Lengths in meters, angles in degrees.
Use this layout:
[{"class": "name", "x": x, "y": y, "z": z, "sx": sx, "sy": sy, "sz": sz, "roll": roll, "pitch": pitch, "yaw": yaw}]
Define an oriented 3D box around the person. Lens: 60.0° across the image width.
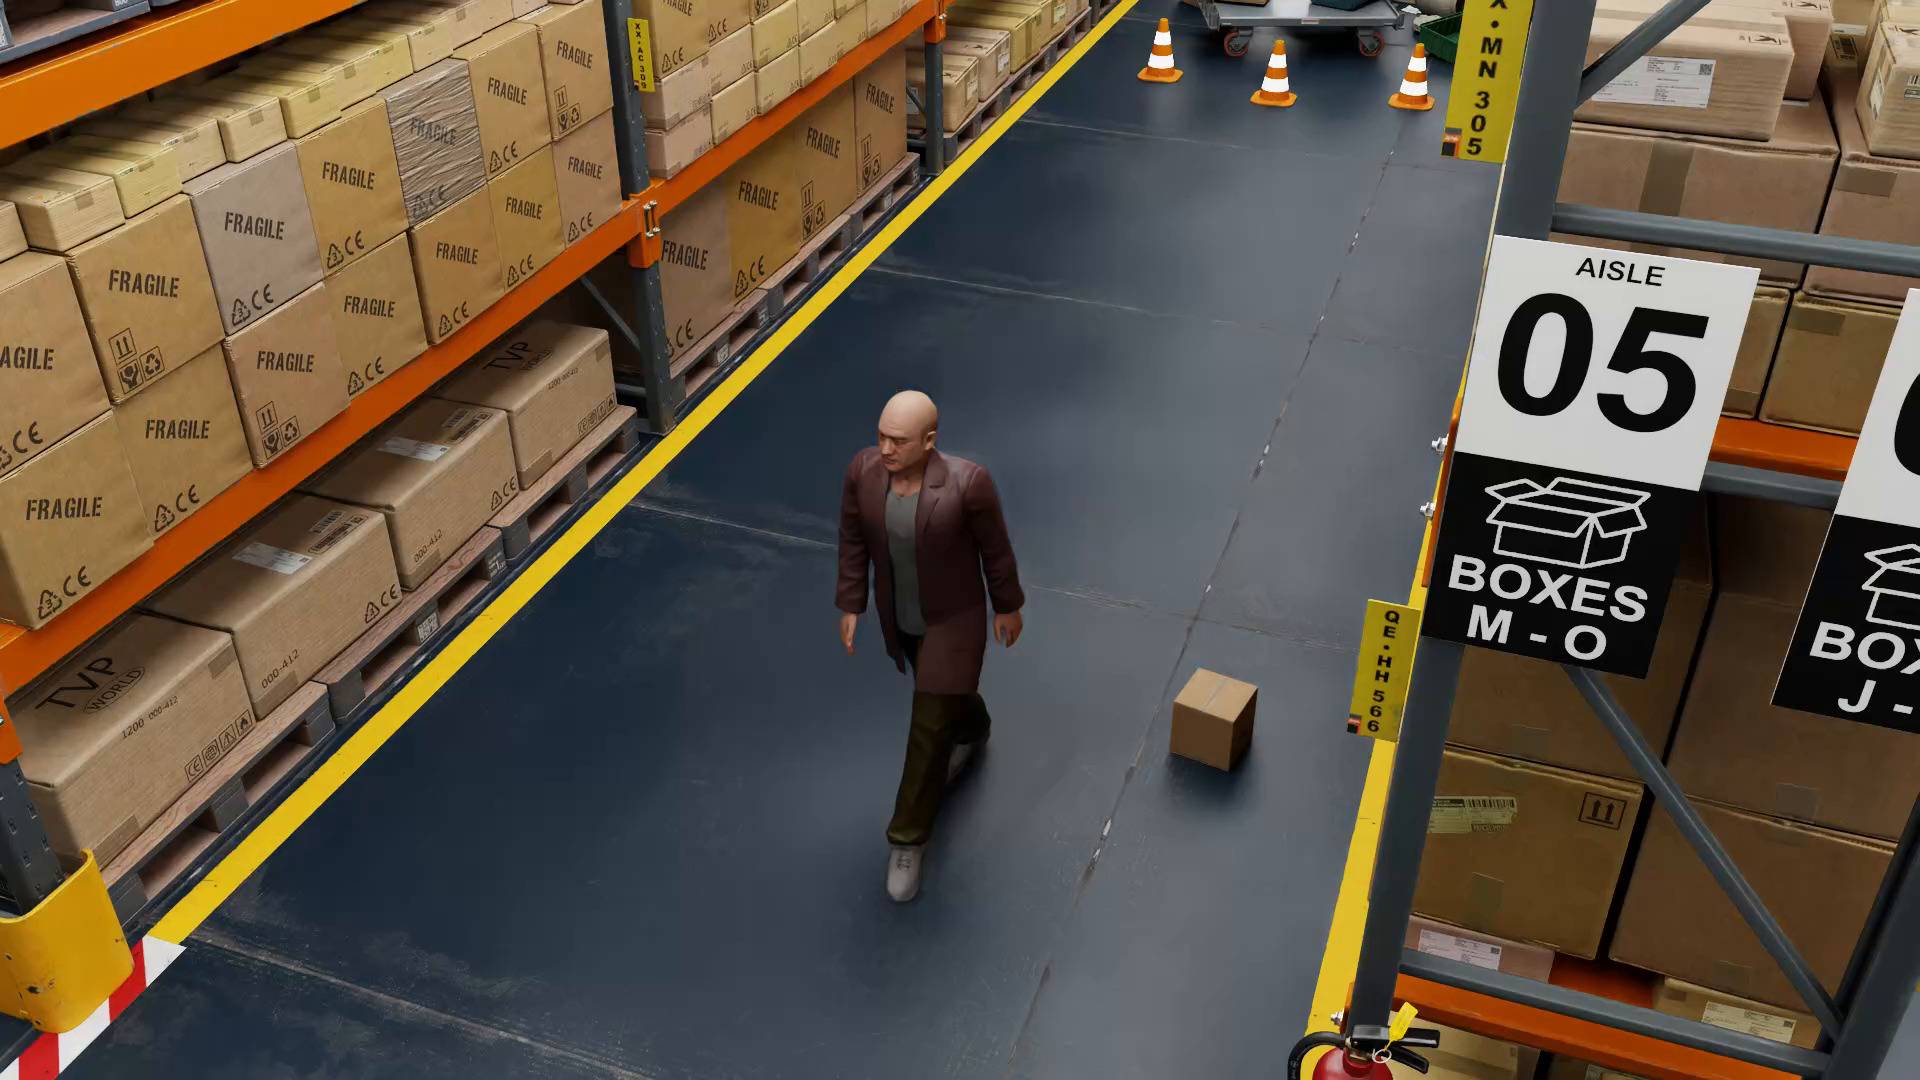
[{"class": "person", "x": -0.144, "y": 0.263, "z": 5.737, "sx": 0.615, "sy": 1.751, "sz": 0.956, "roll": 18, "pitch": 37, "yaw": 26}]
